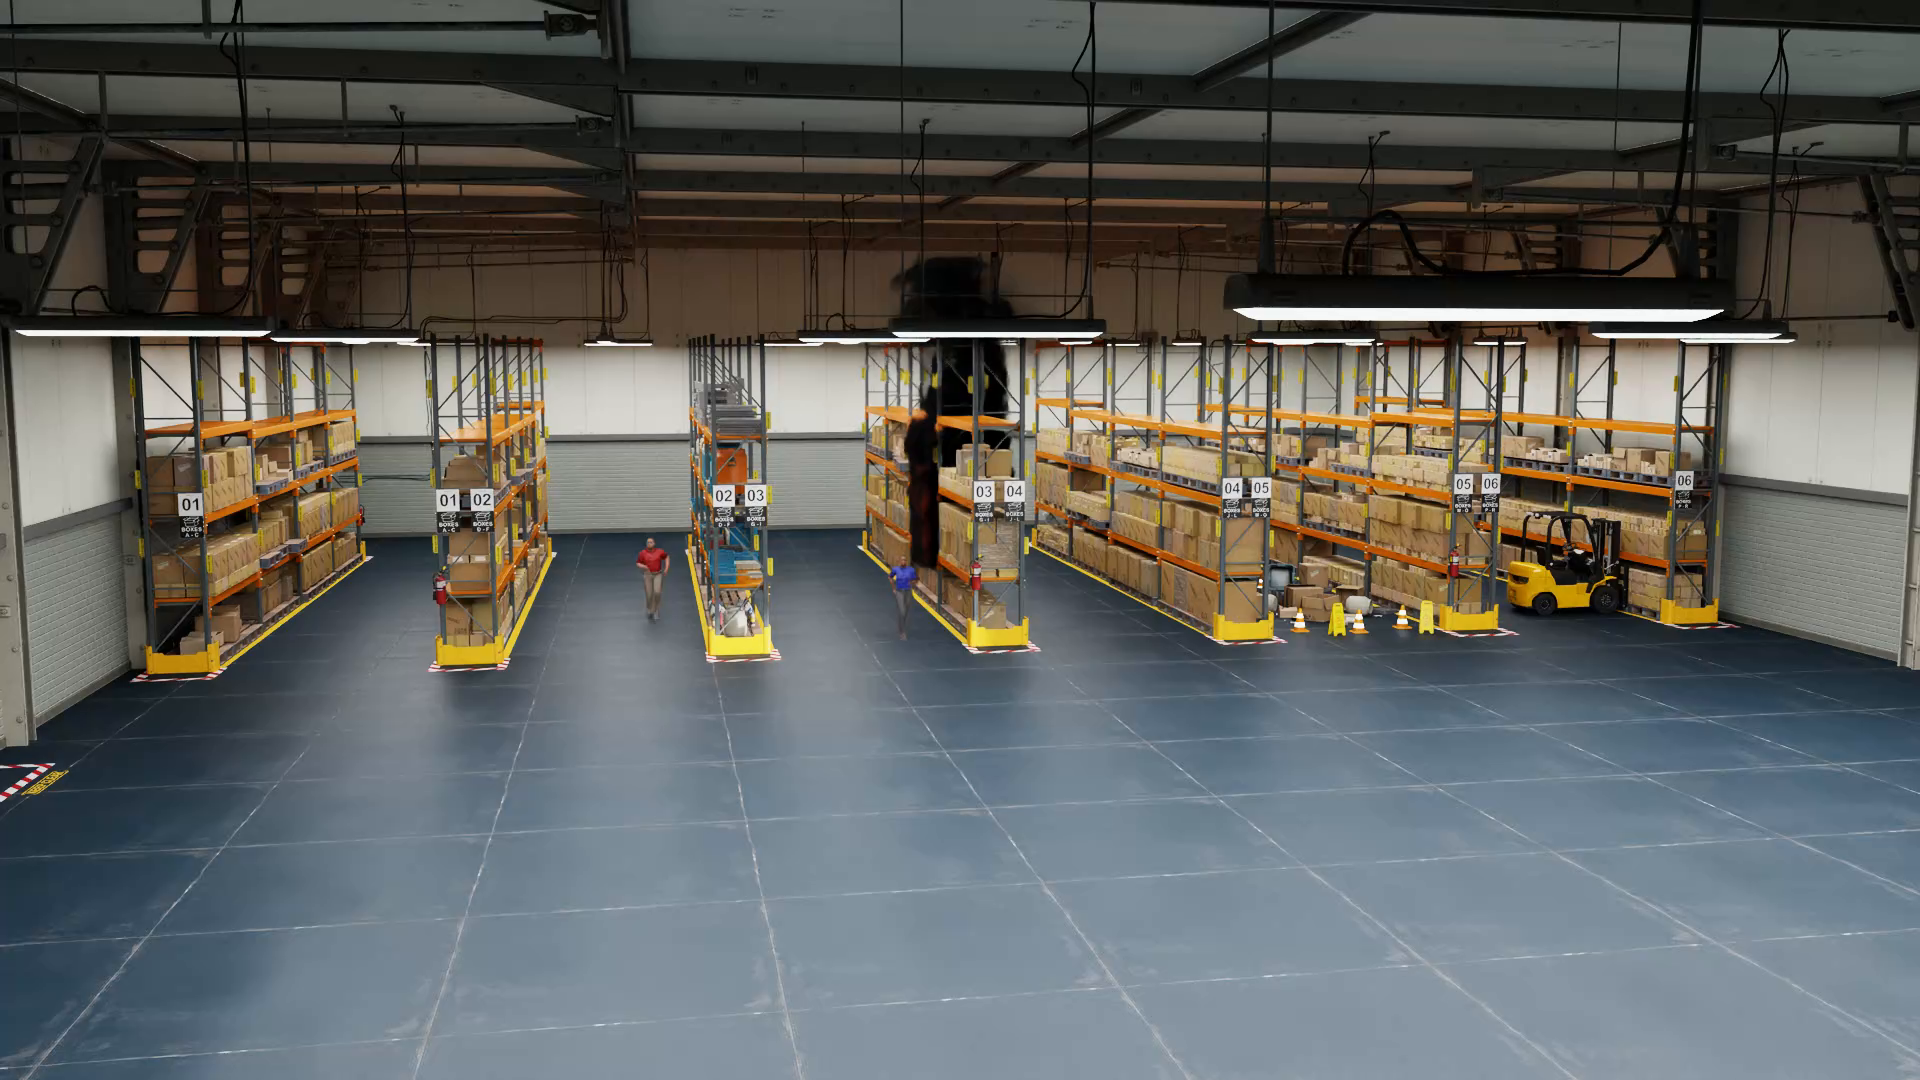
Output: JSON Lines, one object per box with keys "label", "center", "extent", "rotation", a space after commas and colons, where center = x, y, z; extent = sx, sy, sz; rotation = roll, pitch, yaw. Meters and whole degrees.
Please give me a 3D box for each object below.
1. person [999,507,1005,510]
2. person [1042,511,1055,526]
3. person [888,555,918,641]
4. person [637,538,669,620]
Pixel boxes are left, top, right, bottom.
{"label": "person", "center": [1.089, -0.597, 47.645], "extent": [0.736, 1.814, 0.814], "rotation": [-1, 7, -6]}
{"label": "person", "center": [2.734, -0.793, 49.912], "extent": [0.528, 1.613, 0.645], "rotation": [1, 7, 10]}
{"label": "person", "center": [-1.107, 1.129, 33.049], "extent": [0.555, 1.709, 0.814], "rotation": [-2, 7, -16]}
{"label": "person", "center": [-6.554, 0.838, 35.486], "extent": [0.670, 1.773, 0.767], "rotation": [-1, 7, -6]}
